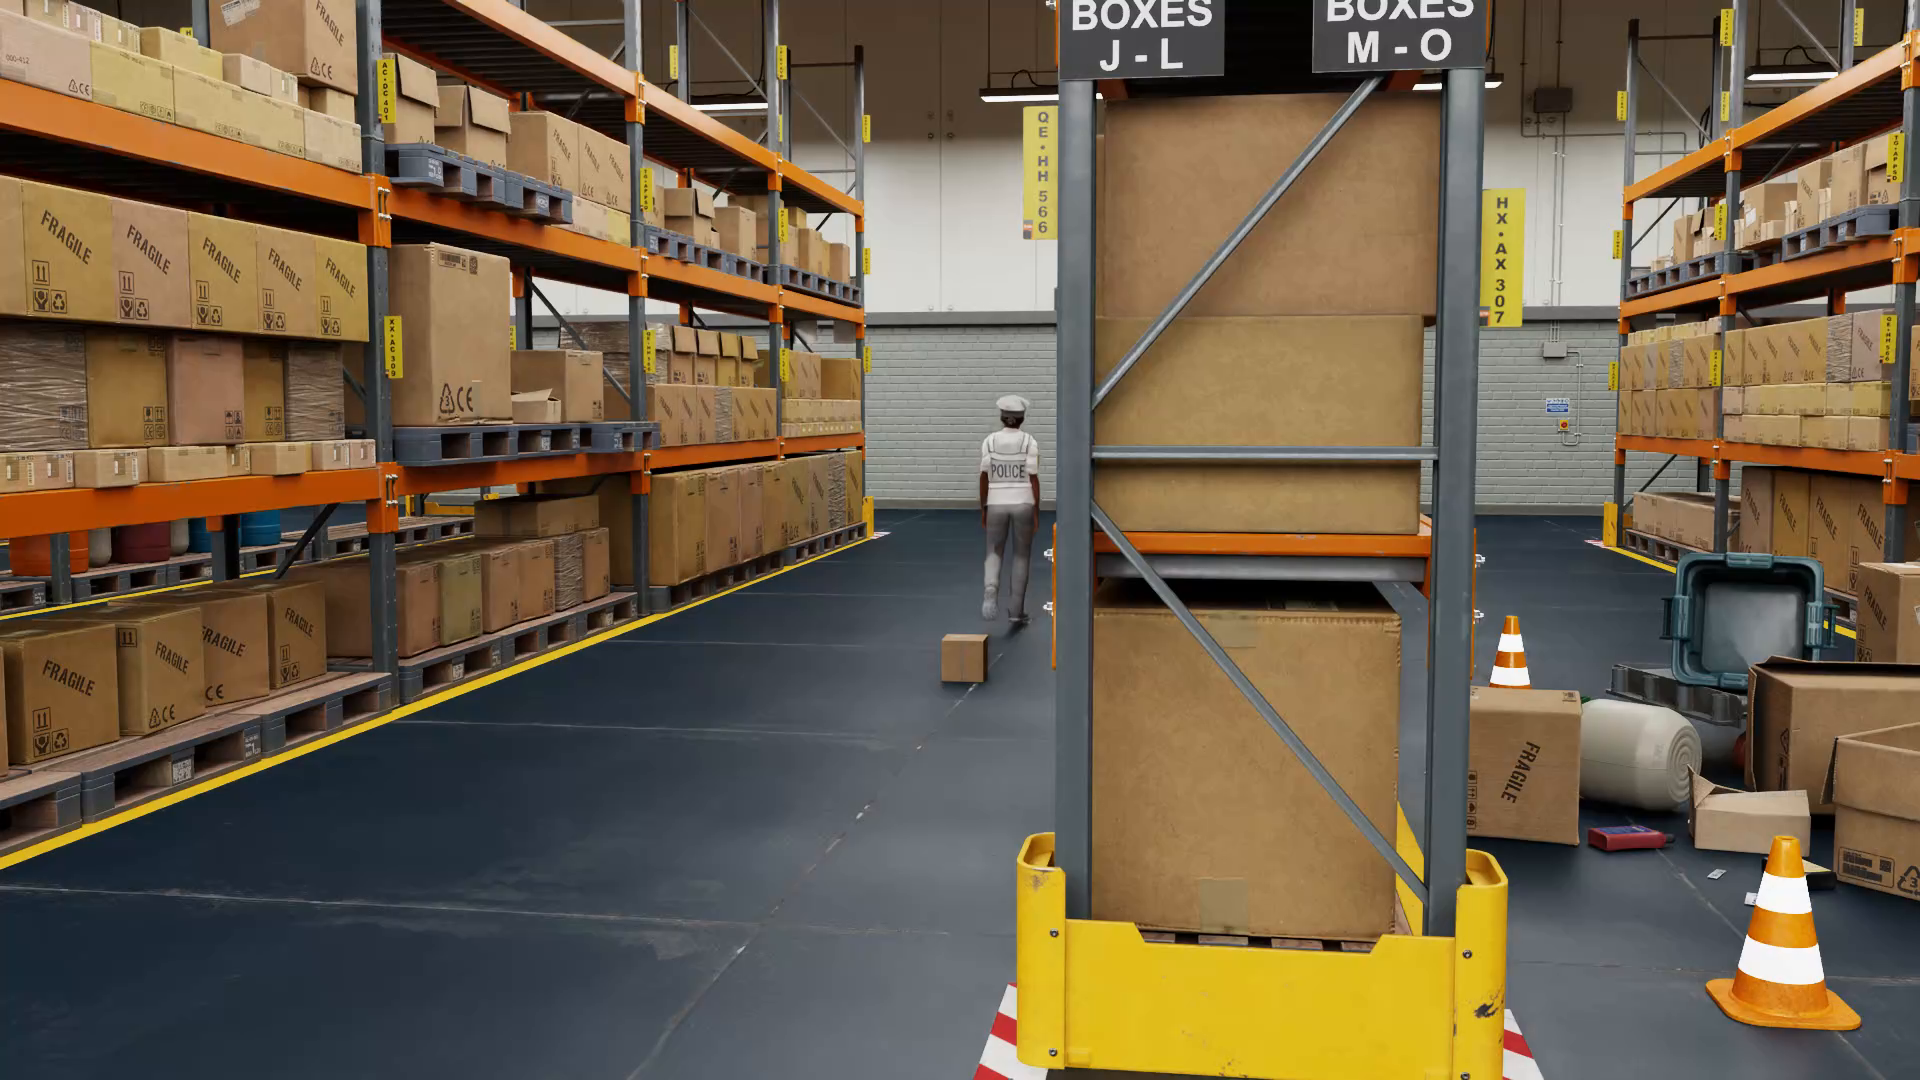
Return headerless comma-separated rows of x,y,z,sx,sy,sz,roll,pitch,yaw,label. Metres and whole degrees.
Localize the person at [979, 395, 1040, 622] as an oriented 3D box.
0.358,-0.225,12.227,0.448,1.676,0.533,1,5,12,person
